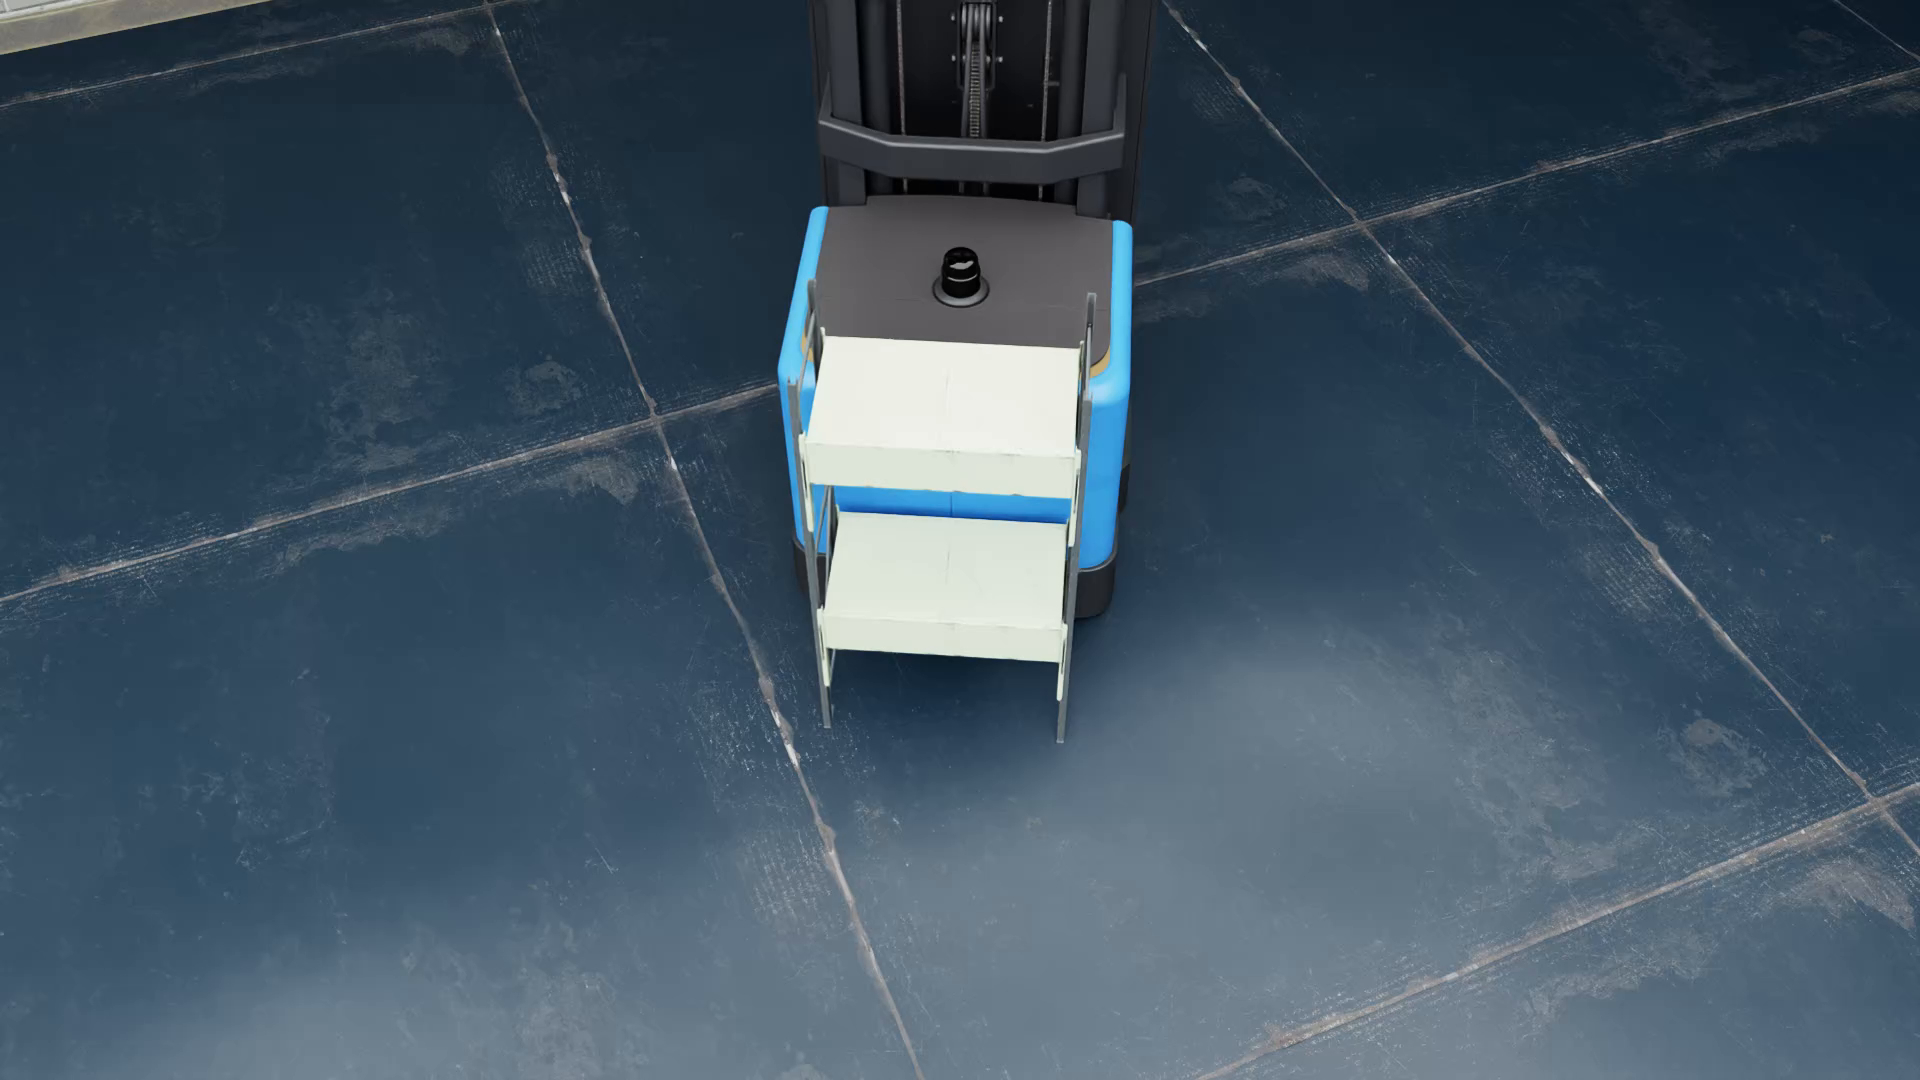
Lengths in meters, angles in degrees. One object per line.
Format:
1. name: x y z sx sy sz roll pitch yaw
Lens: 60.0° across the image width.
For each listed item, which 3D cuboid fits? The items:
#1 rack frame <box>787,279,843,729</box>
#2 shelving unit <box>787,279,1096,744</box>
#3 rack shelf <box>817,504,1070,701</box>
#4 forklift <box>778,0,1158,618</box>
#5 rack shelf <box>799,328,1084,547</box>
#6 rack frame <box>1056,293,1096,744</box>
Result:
1. rack frame: -0.402 -0.045 4.800 0.023 1.500 0.400 3 49 3
2. shelving unit: -0.037 -0.024 4.782 0.755 1.500 0.431 3 49 3
3. rack shelf: -0.037 0.189 5.029 0.720 0.370 0.431 3 49 3
4. forklift: 0.087 -1.823 5.383 1.130 2.935 3.031 3 49 3
5. rack shelf: -0.037 -0.278 4.486 0.720 0.370 0.431 3 49 3
6. rack frame: 0.328 -0.003 4.764 0.023 1.500 0.400 3 49 3
